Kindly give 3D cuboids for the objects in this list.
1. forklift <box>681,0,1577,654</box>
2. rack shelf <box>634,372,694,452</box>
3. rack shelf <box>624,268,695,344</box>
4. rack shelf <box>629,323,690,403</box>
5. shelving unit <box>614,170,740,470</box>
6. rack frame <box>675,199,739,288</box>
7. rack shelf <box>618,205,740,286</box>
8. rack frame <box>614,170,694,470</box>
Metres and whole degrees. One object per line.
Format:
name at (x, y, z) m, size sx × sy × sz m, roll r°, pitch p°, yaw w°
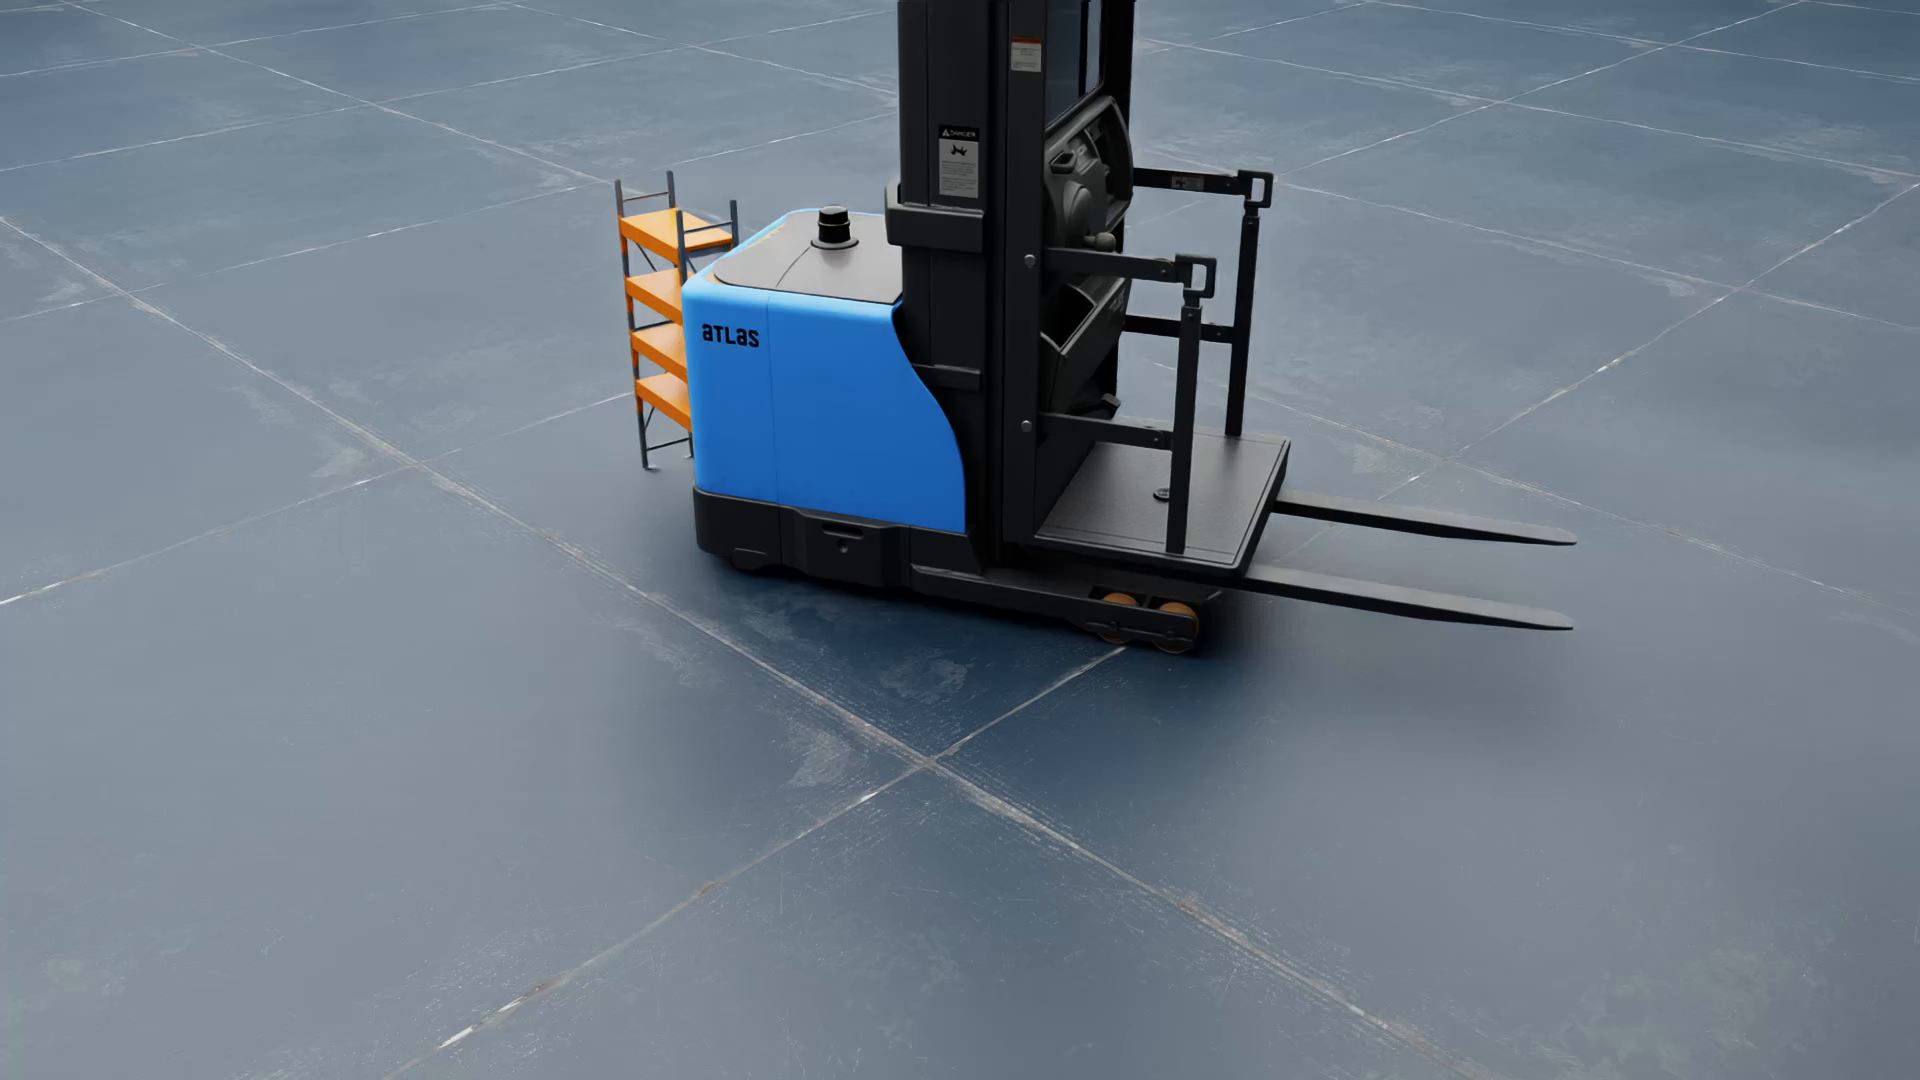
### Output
forklift at (0.611, -1.198, 5.380) m, size 3.031 × 2.935 × 1.130 m, roll 9°, pitch 29°, yaw 17°
rack shelf at (-1.053, -0.524, 6.528) m, size 0.258 × 0.148 × 0.480 m, roll -19°, pitch 33°, yaw -32°
rack shelf at (-1.053, -0.897, 6.331) m, size 0.258 × 0.148 × 0.480 m, roll -19°, pitch 33°, yaw -32°
rack shelf at (-1.053, -0.699, 6.435) m, size 0.258 × 0.148 × 0.480 m, roll -19°, pitch 33°, yaw -32°
shelving unit at (-1.053, -0.759, 6.404) m, size 0.258 × 1.200 × 0.503 m, roll -19°, pitch 33°, yaw -32°
rack frame at (-0.909, -0.667, 6.230) m, size 0.240 × 1.200 × 0.015 m, roll -19°, pitch 33°, yaw -32°
rack shelf at (-1.053, -1.107, 6.221) m, size 0.258 × 0.148 × 0.480 m, roll -19°, pitch 33°, yaw -32°
rack frame at (-1.198, -0.850, 6.578) m, size 0.240 × 1.200 × 0.015 m, roll -19°, pitch 33°, yaw -32°
